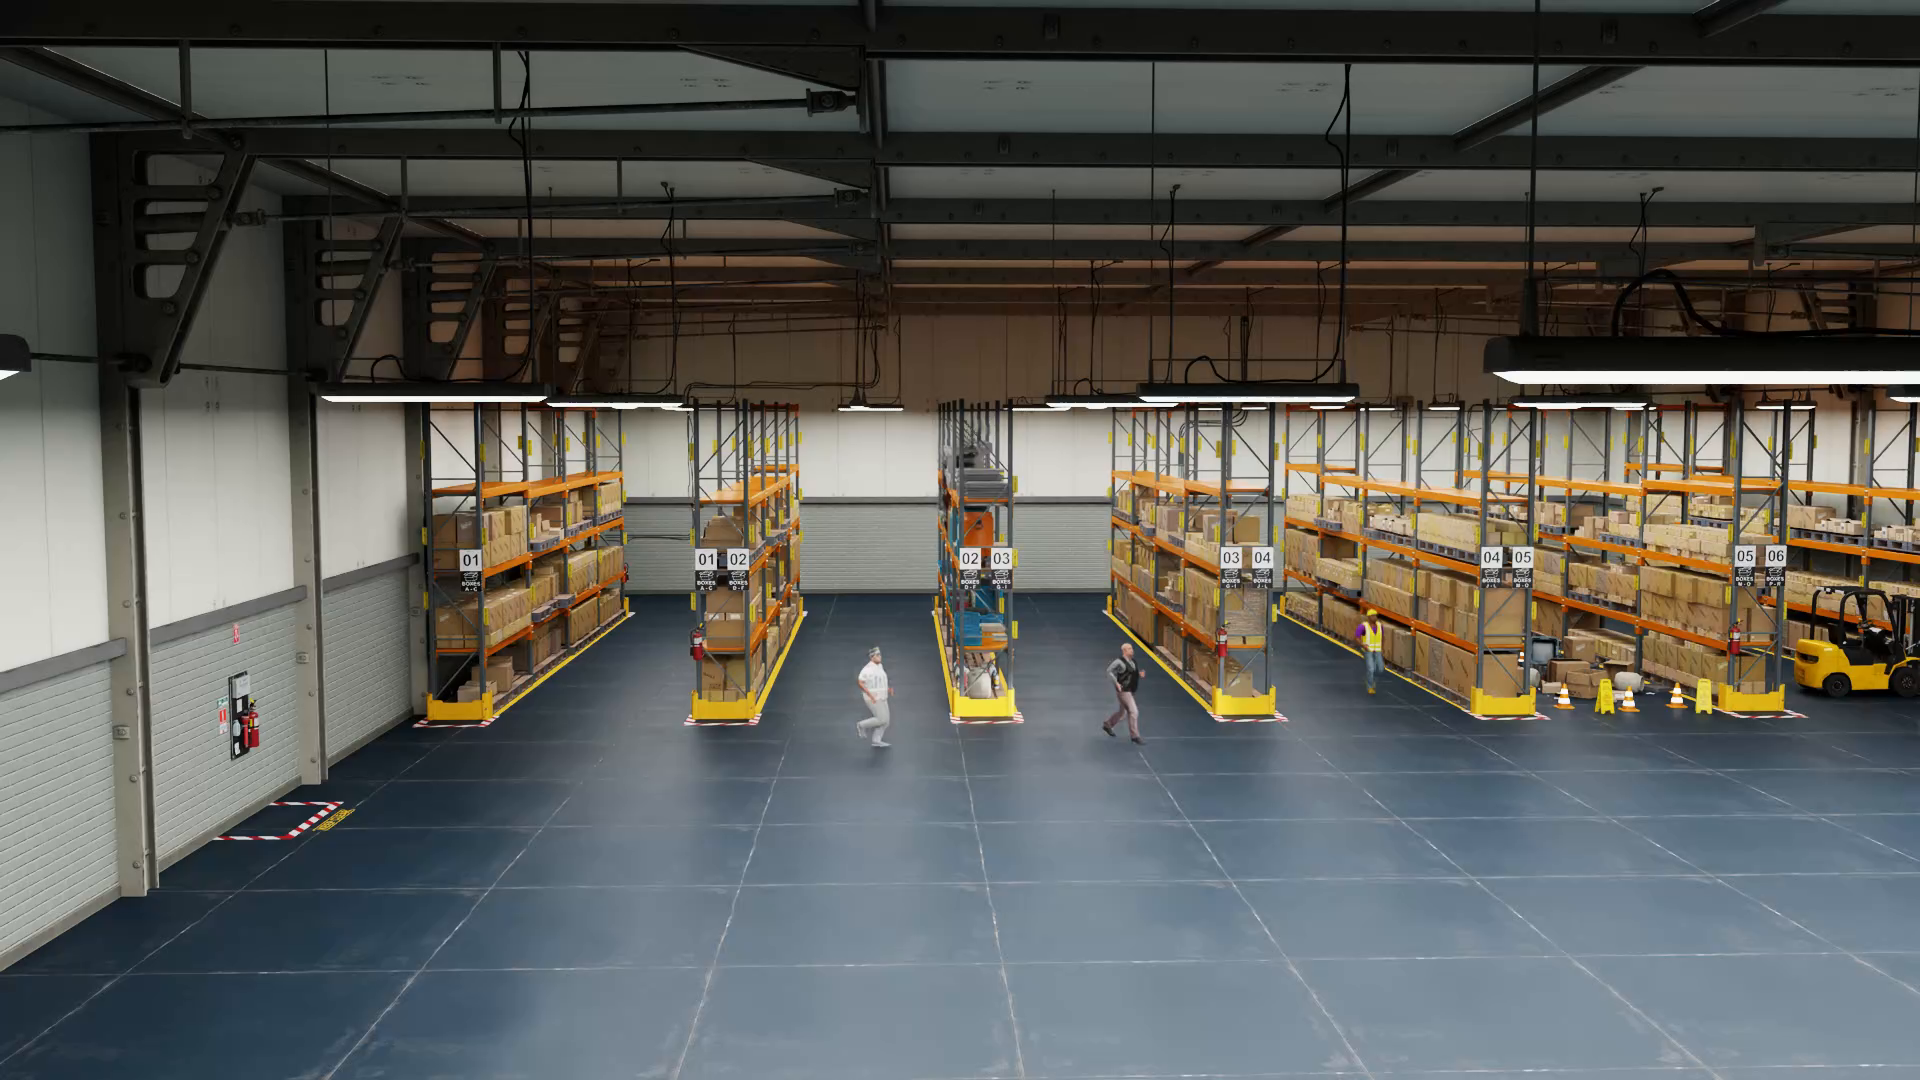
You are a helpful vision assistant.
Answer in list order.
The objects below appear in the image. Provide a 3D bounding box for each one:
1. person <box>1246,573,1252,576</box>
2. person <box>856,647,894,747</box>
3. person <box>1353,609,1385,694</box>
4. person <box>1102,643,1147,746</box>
[{"bbox_3d":[8.076,1.288,47.076,0.674,1.819,0.750,1,4,10],"label":"person"},{"bbox_3d":[-1.426,2.692,28.591,0.534,1.731,0.679,2,5,24],"label":"person"},{"bbox_3d":[8.405,2.273,34.048,0.706,1.728,0.575,-1,4,-12],"label":"person"},{"bbox_3d":[2.885,2.663,28.969,0.892,1.746,0.641,3,5,32],"label":"person"}]
